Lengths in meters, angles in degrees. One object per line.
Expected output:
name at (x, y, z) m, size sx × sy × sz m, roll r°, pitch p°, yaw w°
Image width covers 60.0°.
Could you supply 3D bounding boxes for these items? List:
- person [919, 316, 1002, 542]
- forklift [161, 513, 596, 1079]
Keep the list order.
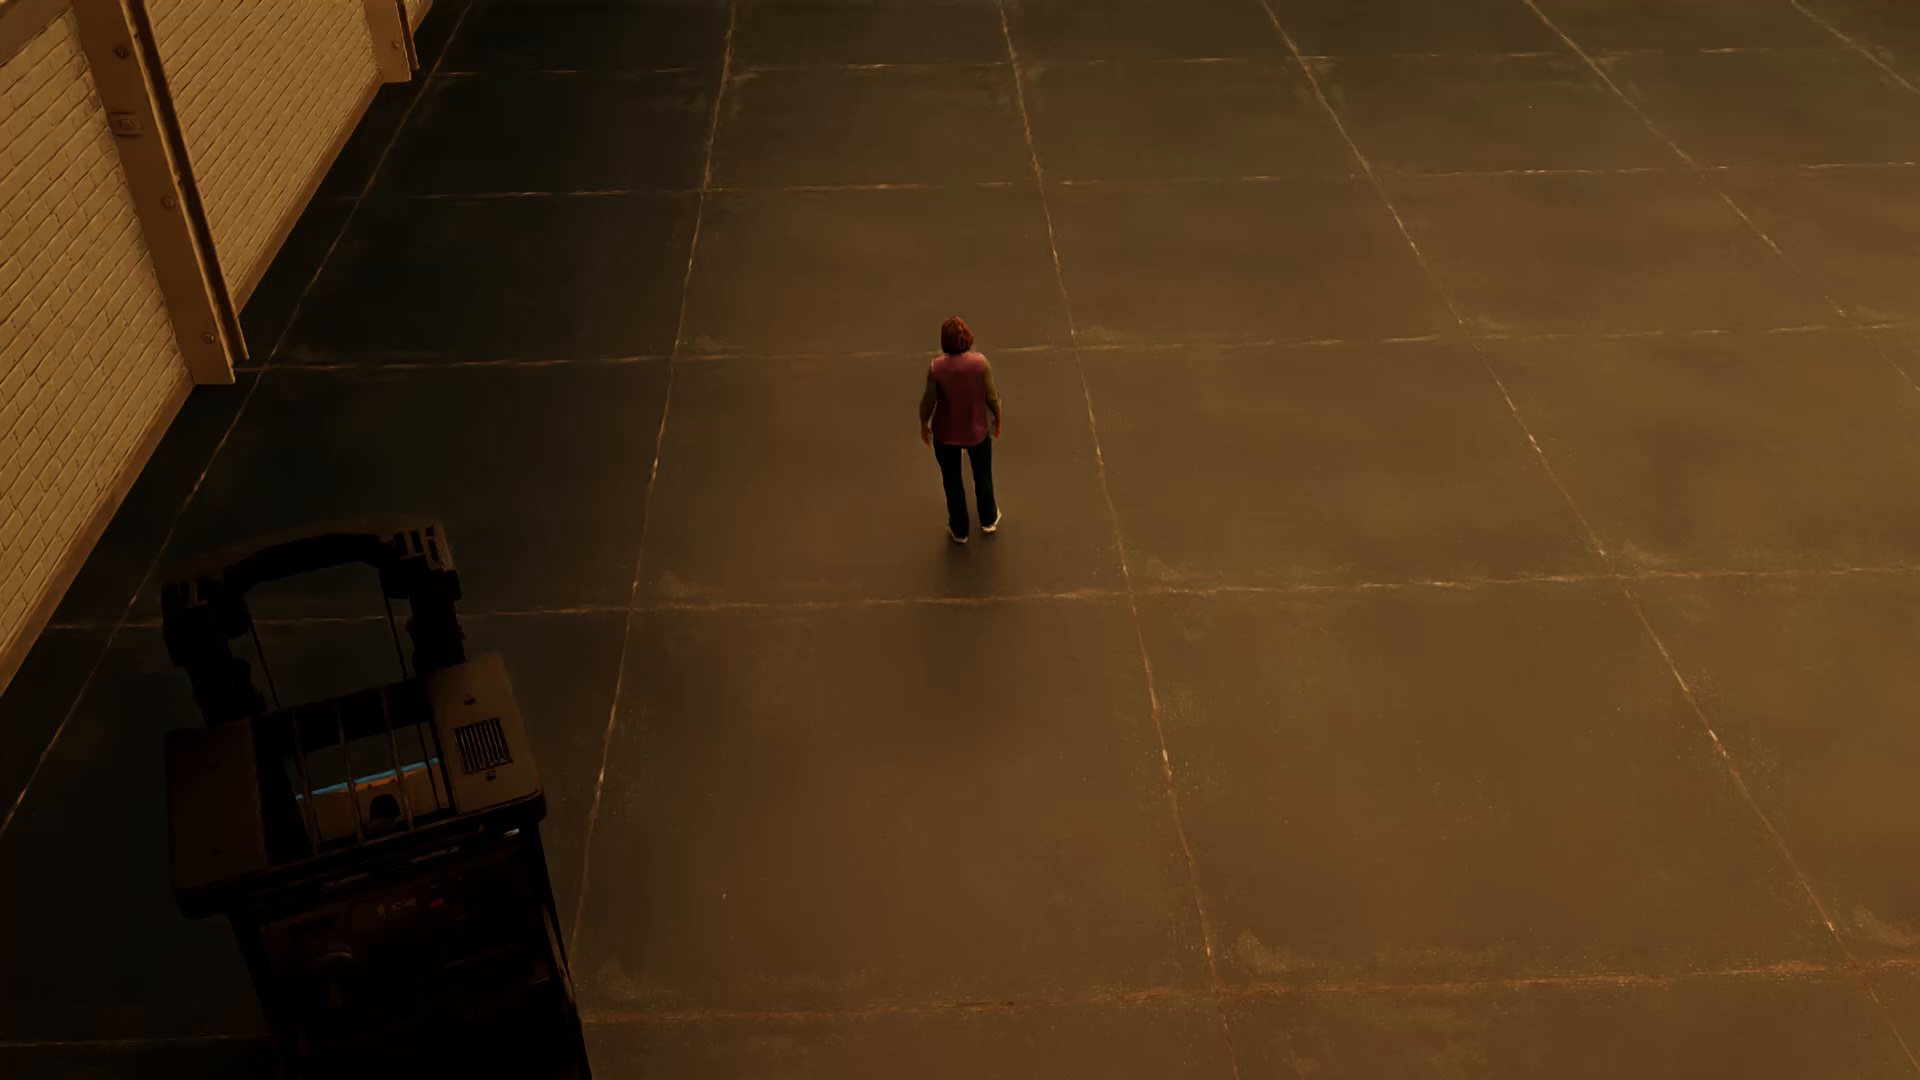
person at (0.010, -0.695, 10.086) m, size 0.520 × 1.597 × 0.474 m, roll -2°, pitch 36°, yaw -2°
forklift at (-1.970, 1.499, 5.953) m, size 1.130 × 2.935 × 3.031 m, roll -14°, pitch 38°, yaw -18°
